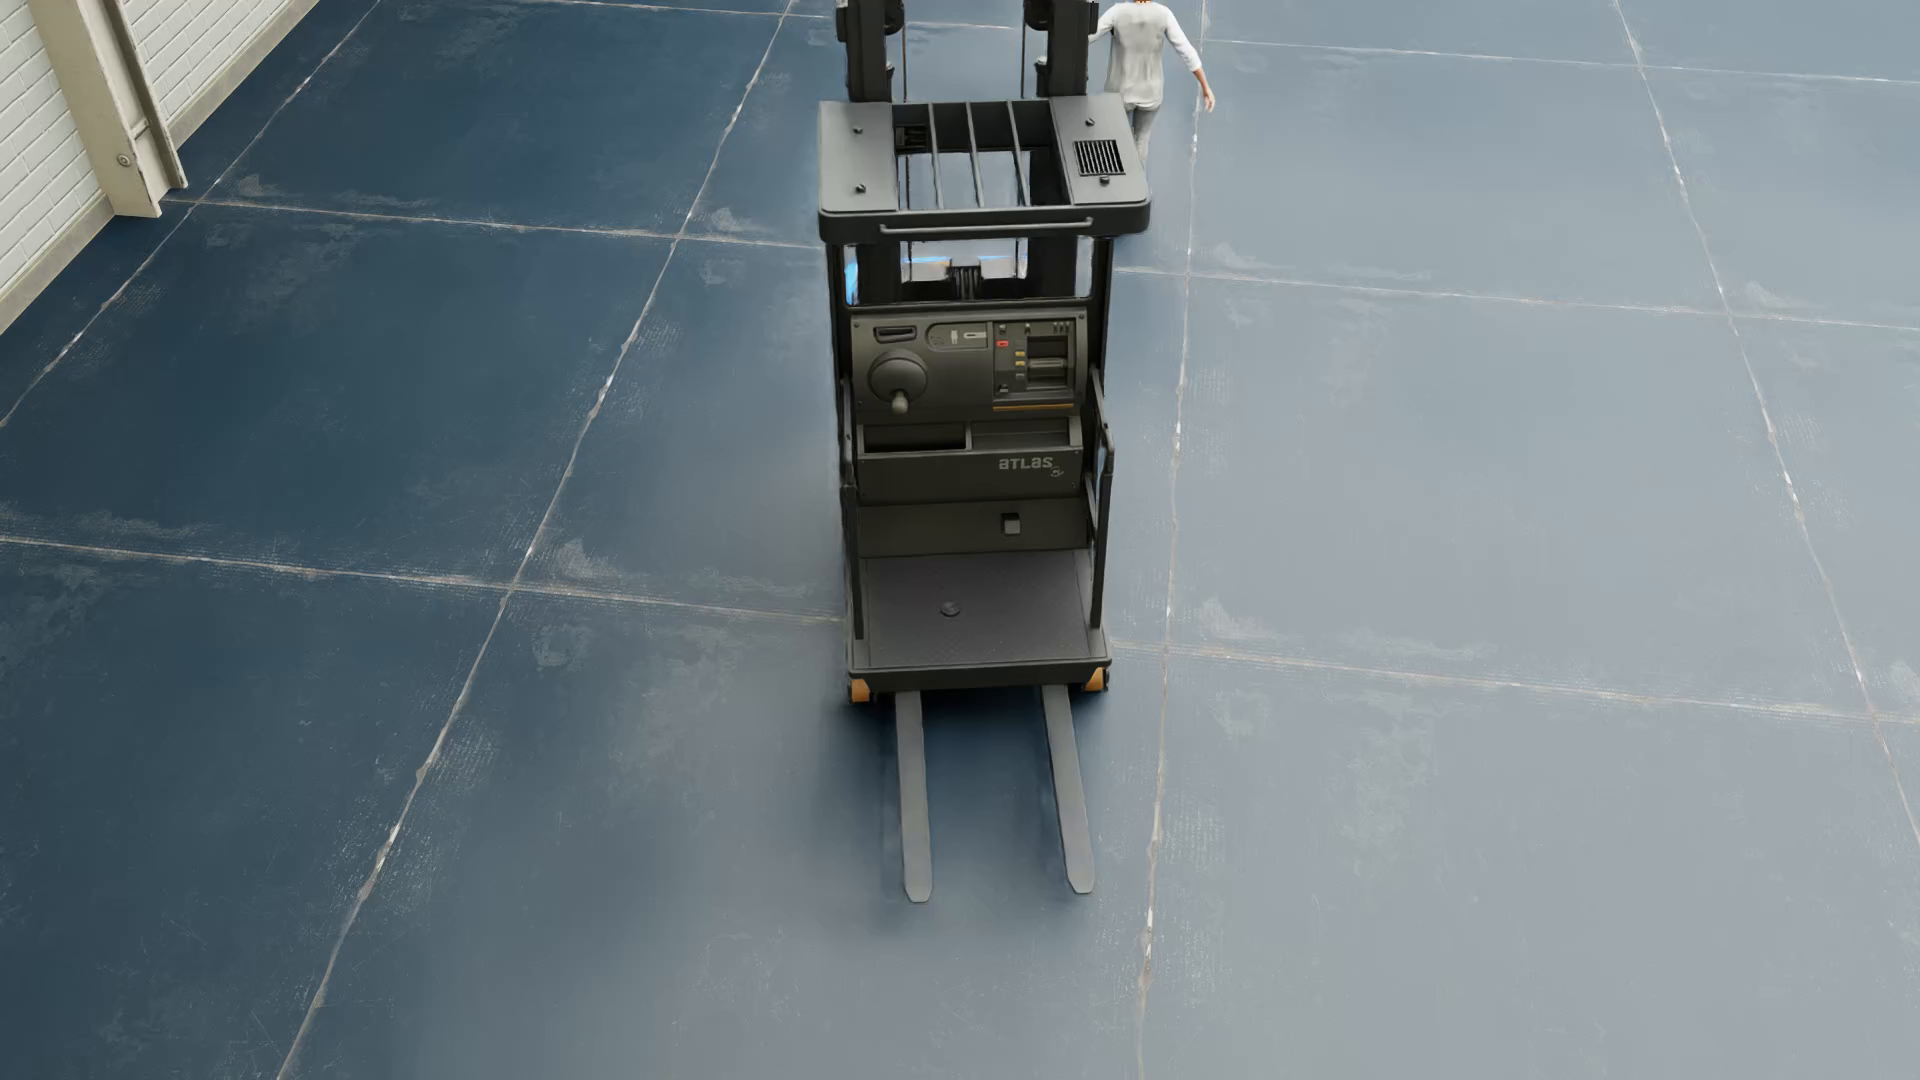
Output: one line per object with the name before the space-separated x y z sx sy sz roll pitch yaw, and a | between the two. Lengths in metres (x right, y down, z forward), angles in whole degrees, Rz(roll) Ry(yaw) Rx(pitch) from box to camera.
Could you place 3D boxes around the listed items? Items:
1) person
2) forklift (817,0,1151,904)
person | 1.022 -2.586 9.565 0.826 1.573 0.701 -3 43 -3
forklift | 0.054 -0.619 6.398 1.130 2.935 3.031 -3 43 -3
